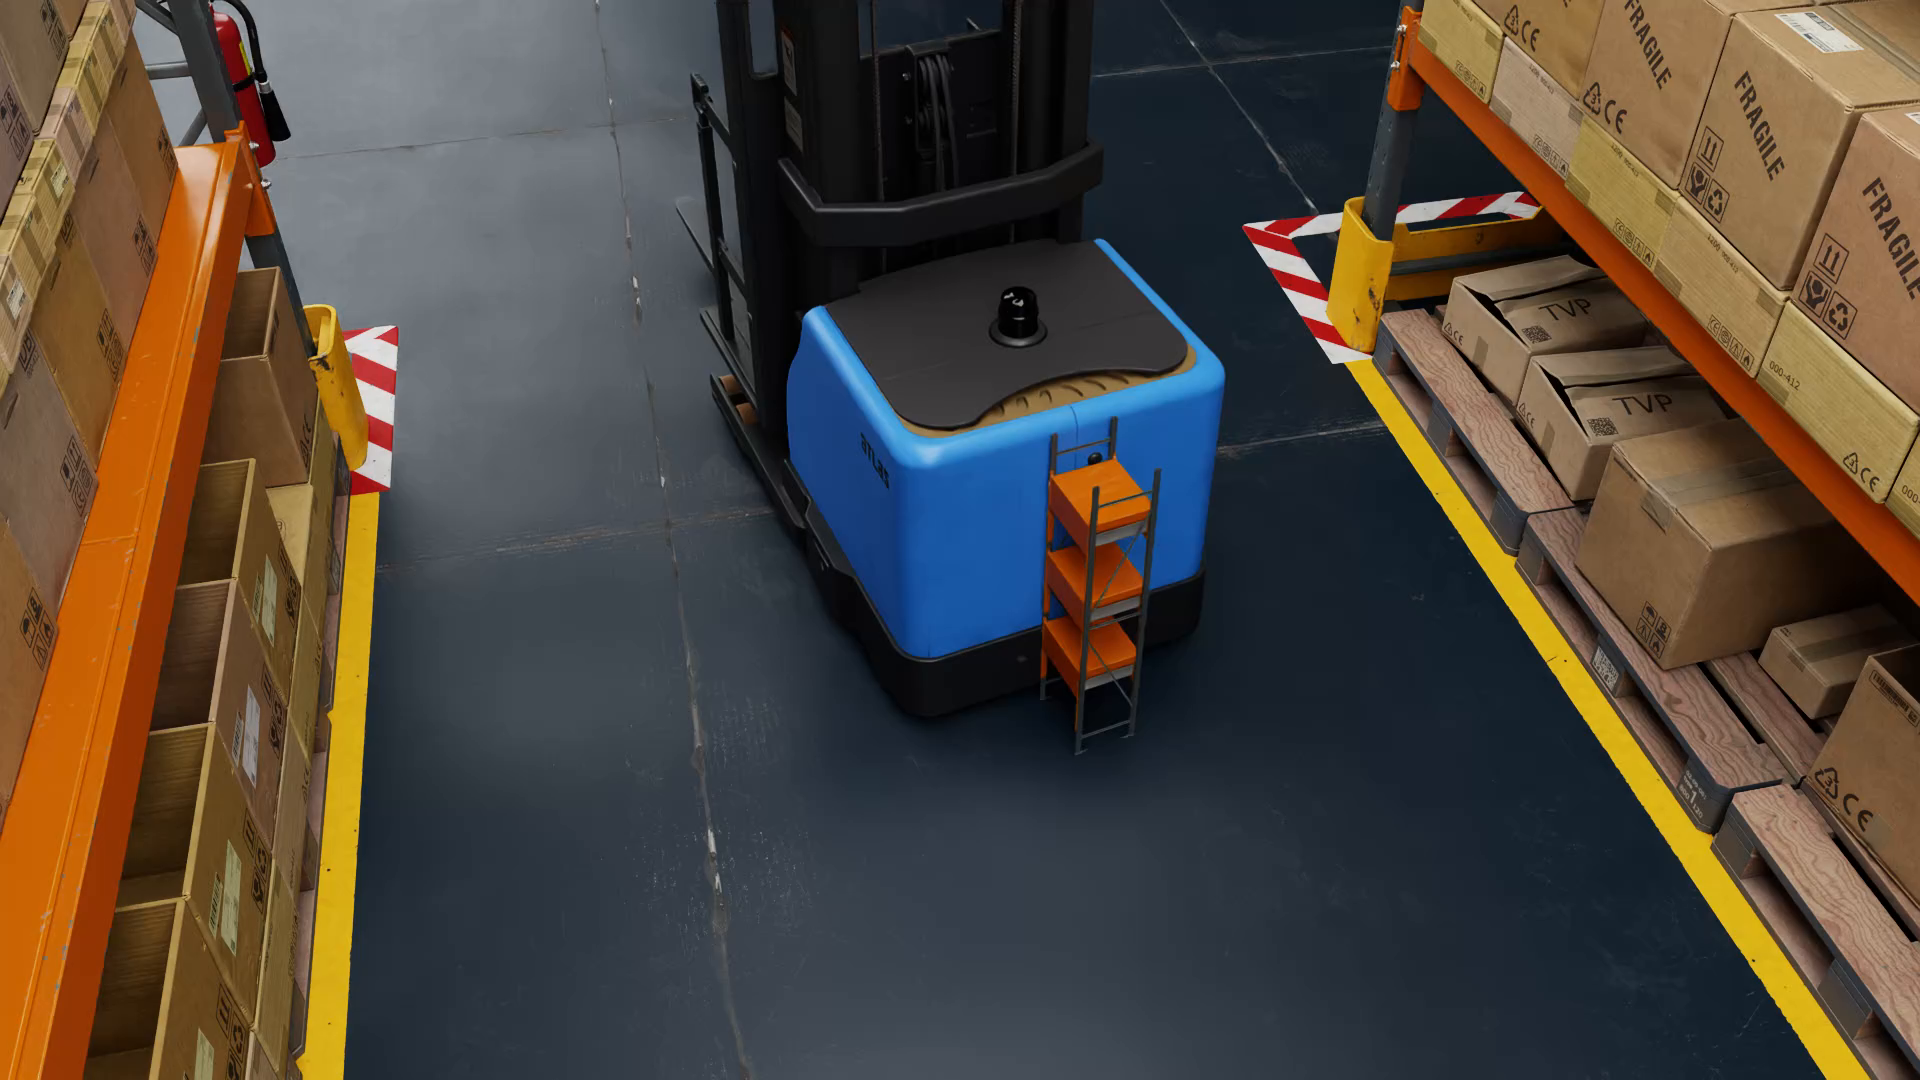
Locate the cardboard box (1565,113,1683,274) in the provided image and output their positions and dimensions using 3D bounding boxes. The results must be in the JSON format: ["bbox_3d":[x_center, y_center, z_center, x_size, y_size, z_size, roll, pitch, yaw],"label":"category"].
[{"bbox_3d":[2.100,-1.024,4.742,0.500,0.250,0.500,-9,42,-10],"label":"cardboard box"}]

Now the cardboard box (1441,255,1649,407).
[{"bbox_3d":[2.136,-0.798,6.083,0.500,0.311,0.500,-13,43,-14],"label":"cardboard box"}]

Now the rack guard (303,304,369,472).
[{"bbox_3d":[-2.767,-0.469,5.901,1.175,0.500,0.348,-8,42,-9],"label":"rack guard"}]

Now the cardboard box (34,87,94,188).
[{"bbox_3d":[-2.328,-0.949,3.996,0.380,0.149,0.250,-8,42,-9],"label":"cardboard box"}]

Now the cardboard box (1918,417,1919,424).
[{"bbox_3d":[2.421,-0.324,3.389,0.500,0.500,0.500,-9,42,-10],"label":"cardboard box"}]

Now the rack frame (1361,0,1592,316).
[{"bbox_3d":[2.075,-2.100,5.856,1.000,3.000,0.127,-8,42,-9],"label":"rack frame"}]

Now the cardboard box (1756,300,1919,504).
[{"bbox_3d":[2.317,-0.370,4.006,0.500,0.250,0.500,-9,42,-10],"label":"cardboard box"}]

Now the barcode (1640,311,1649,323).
[{"bbox_3d":[2.531,-0.847,6.132,0.001,0.075,0.075,-8,42,-9],"label":"barcode"}]

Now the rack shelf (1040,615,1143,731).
[{"bbox_3d":[0.389,0.372,4.975,0.215,0.259,0.240,-16,44,-18],"label":"rack shelf"}]

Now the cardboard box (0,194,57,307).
[{"bbox_3d":[-2.212,-0.609,3.612,0.380,0.149,0.250,-7,42,-8],"label":"cardboard box"}]

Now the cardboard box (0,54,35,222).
[{"bbox_3d":[-2.433,-0.905,3.458,0.700,0.500,0.500,-8,42,-9],"label":"cardboard box"}]

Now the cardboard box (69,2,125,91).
[{"bbox_3d":[-2.435,-1.278,4.366,0.380,0.149,0.250,-7,42,-8],"label":"cardboard box"}]

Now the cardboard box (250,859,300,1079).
[{"bbox_3d":[-1.908,1.082,4.026,0.500,0.250,0.500,-8,42,-9],"label":"cardboard box"}]

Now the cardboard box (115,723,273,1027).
[{"bbox_3d":[-1.908,0.802,3.777,0.500,0.500,0.500,-8,42,-9],"label":"cardboard box"}]

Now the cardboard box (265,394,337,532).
[{"bbox_3d":[-2.357,-0.211,5.484,0.500,0.250,0.500,-8,42,-9],"label":"cardboard box"}]

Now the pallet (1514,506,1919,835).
[{"bbox_3d":[2.492,0.313,5.239,1.003,0.211,1.213,-8,42,-9],"label":"pallet"}]

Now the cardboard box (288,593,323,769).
[{"bbox_3d":[-2.128,0.435,4.756,0.500,0.250,0.500,-8,42,-9],"label":"cardboard box"}]

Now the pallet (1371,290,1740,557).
[{"bbox_3d":[2.232,-0.476,6.128,1.003,0.211,1.213,-8,42,-9],"label":"pallet"}]

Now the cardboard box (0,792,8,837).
[{"bbox_3d":[-2.120,0.540,2.807,0.700,0.500,0.500,-9,42,-10],"label":"cardboard box"}]

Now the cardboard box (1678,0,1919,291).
[{"bbox_3d":[2.210,-0.989,4.138,0.500,0.500,0.500,-7,42,-8],"label":"cardboard box"}]

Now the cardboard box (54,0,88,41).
[{"bbox_3d":[-2.662,-1.572,4.209,0.700,0.500,0.500,-8,42,-9],"label":"cardboard box"}]

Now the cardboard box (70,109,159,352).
[{"bbox_3d":[-2.555,-0.781,4.295,0.700,0.500,0.500,-7,42,-8],"label":"cardboard box"}]

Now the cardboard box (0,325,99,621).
[{"bbox_3d":[-2.336,-0.118,3.548,0.700,0.500,0.500,-7,42,-8],"label":"cardboard box"}]

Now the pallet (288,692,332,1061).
[{"bbox_3d":[-2.296,0.934,4.539,1.003,0.211,1.213,-8,42,-9],"label":"pallet"}]

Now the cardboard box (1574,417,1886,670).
[{"bbox_3d":[2.369,-0.016,5.060,0.700,0.500,0.500,-11,43,-12],"label":"cardboard box"}]

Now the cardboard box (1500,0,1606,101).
[{"bbox_3d":[1.981,-1.658,4.891,0.500,0.500,0.500,-8,42,-9],"label":"cardboard box"}]

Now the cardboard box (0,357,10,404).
[{"bbox_3d":[-2.105,-0.281,3.243,0.380,0.149,0.250,-9,42,-10],"label":"cardboard box"}]

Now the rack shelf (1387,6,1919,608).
[{"bbox_3d":[2.506,-0.535,4.635,1.077,0.370,4.000,-8,42,-9],"label":"rack shelf"}]

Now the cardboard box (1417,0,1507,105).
[{"bbox_3d":[1.870,-1.690,5.492,0.500,0.250,0.500,-9,42,-11],"label":"cardboard box"}]

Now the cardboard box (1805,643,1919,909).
[{"bbox_3d":[2.675,0.596,4.371,0.500,0.500,0.500,-11,43,-12],"label":"cardboard box"}]

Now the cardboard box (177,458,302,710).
[{"bbox_3d":[-2.125,0.154,4.507,0.500,0.500,0.500,-8,42,-9],"label":"cardboard box"}]

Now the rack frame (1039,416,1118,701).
[{"bbox_3d":[0.340,0.082,4.867,0.200,1.050,0.008,-16,44,-18],"label":"rack frame"}]

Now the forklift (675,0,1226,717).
[{"bbox_3d":[-0.285,-1.544,5.281,1.130,2.935,3.031,-16,44,-18],"label":"forklift"}]

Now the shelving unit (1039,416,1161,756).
[{"bbox_3d":[0.389,0.156,4.784,0.215,1.050,0.252,-16,44,-18],"label":"shelving unit"}]
